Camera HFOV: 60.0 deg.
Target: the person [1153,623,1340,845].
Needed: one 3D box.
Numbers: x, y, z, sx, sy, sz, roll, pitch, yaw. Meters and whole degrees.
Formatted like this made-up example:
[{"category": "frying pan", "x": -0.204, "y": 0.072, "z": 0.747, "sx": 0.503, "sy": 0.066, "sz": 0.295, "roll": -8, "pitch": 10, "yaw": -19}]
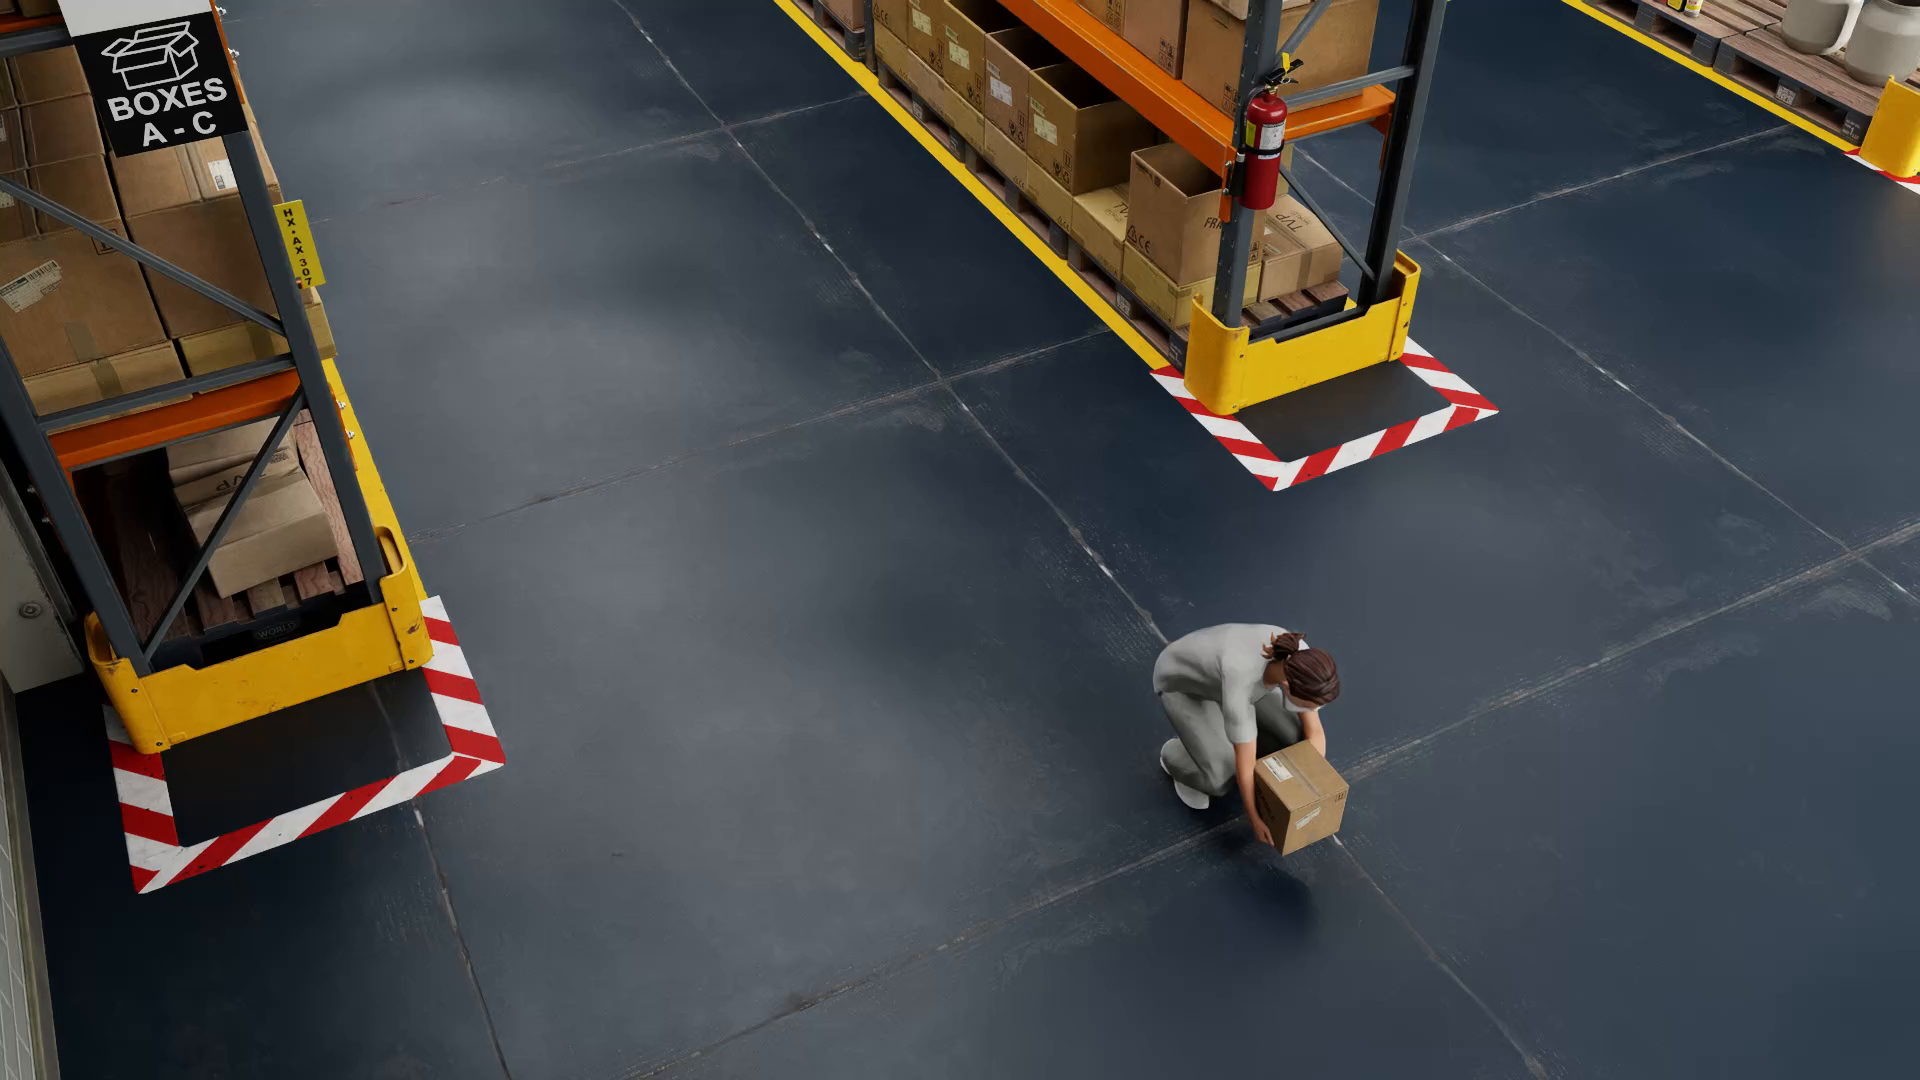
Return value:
[{"category": "person", "x": 1.037, "y": 0.620, "z": 6.009, "sx": 0.465, "sy": 0.955, "sz": 0.804, "roll": -20, "pitch": 45, "yaw": -21}]
